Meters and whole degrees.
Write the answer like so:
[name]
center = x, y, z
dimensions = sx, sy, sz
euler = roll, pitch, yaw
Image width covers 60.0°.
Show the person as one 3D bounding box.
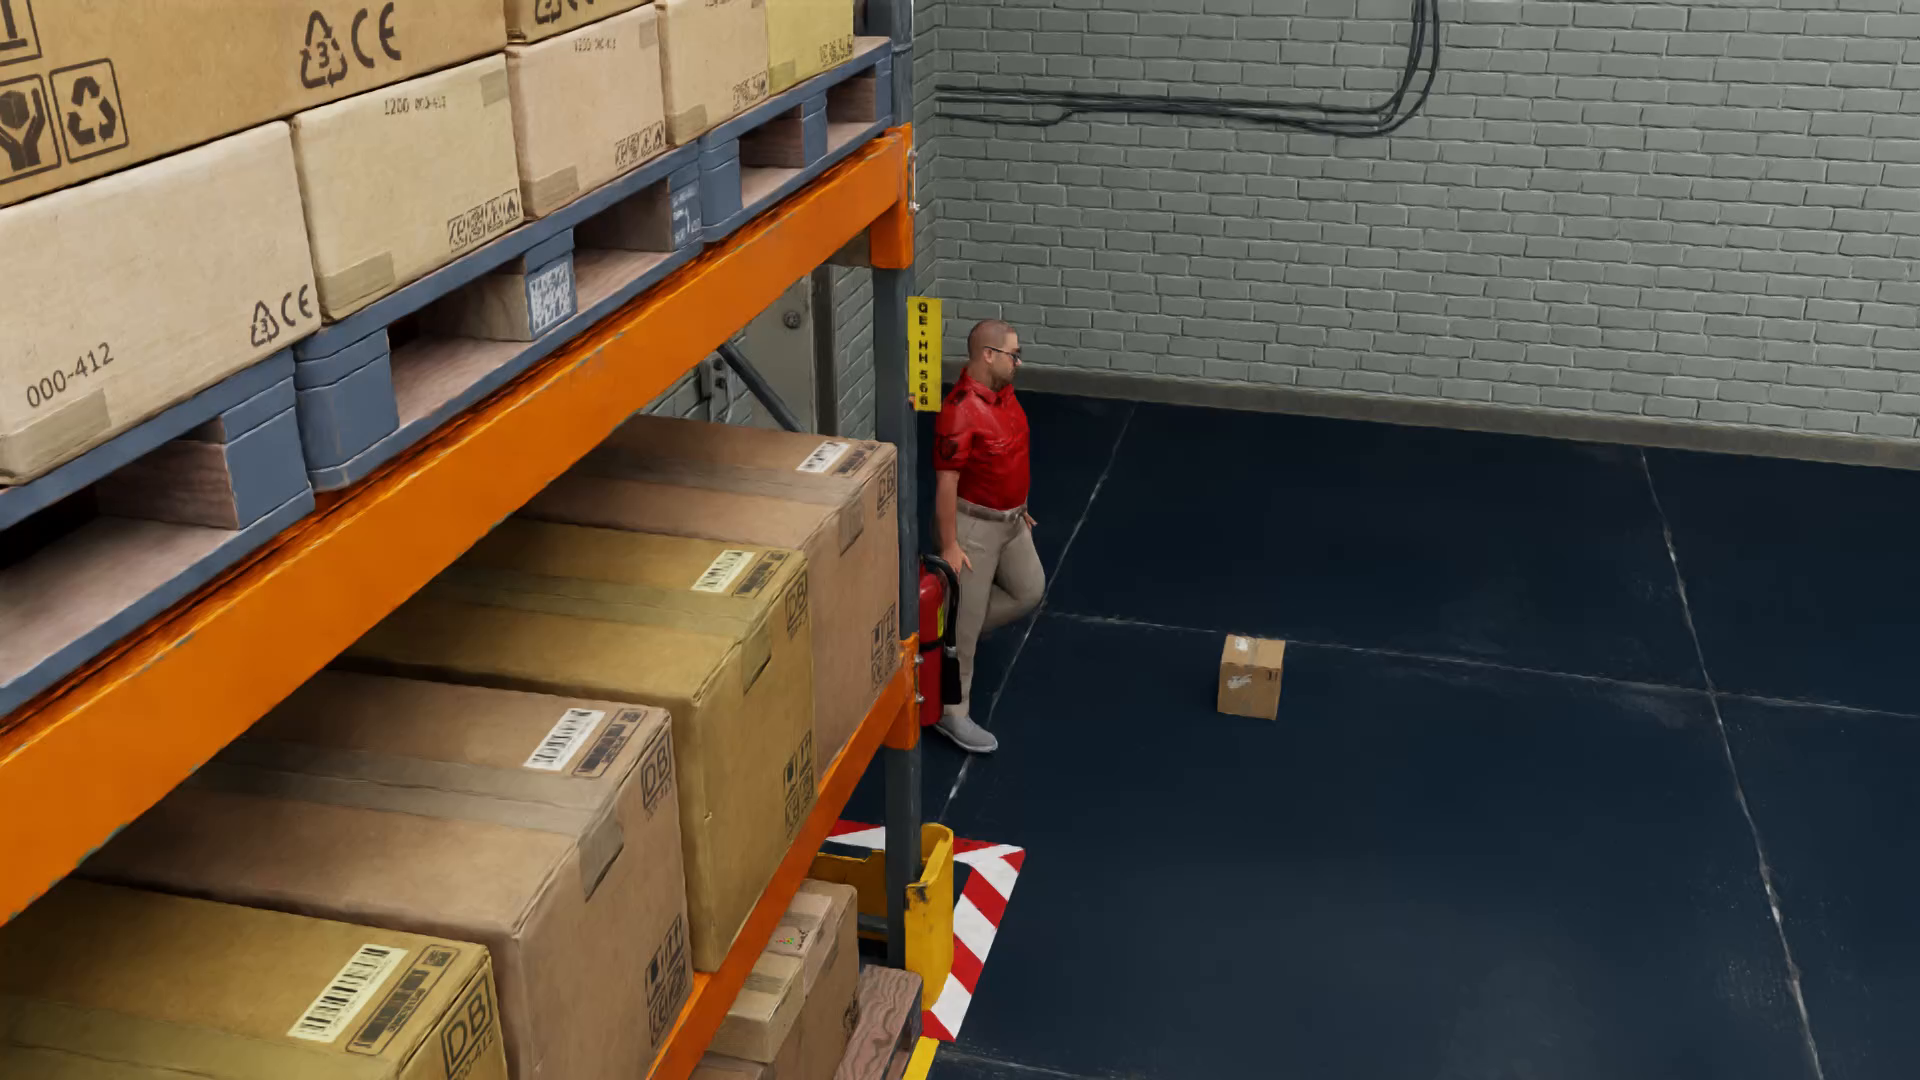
[person]
center = 0.051, -0.058, 6.718
dimensions = 0.493, 1.718, 0.631
euler = 11, 27, 23
